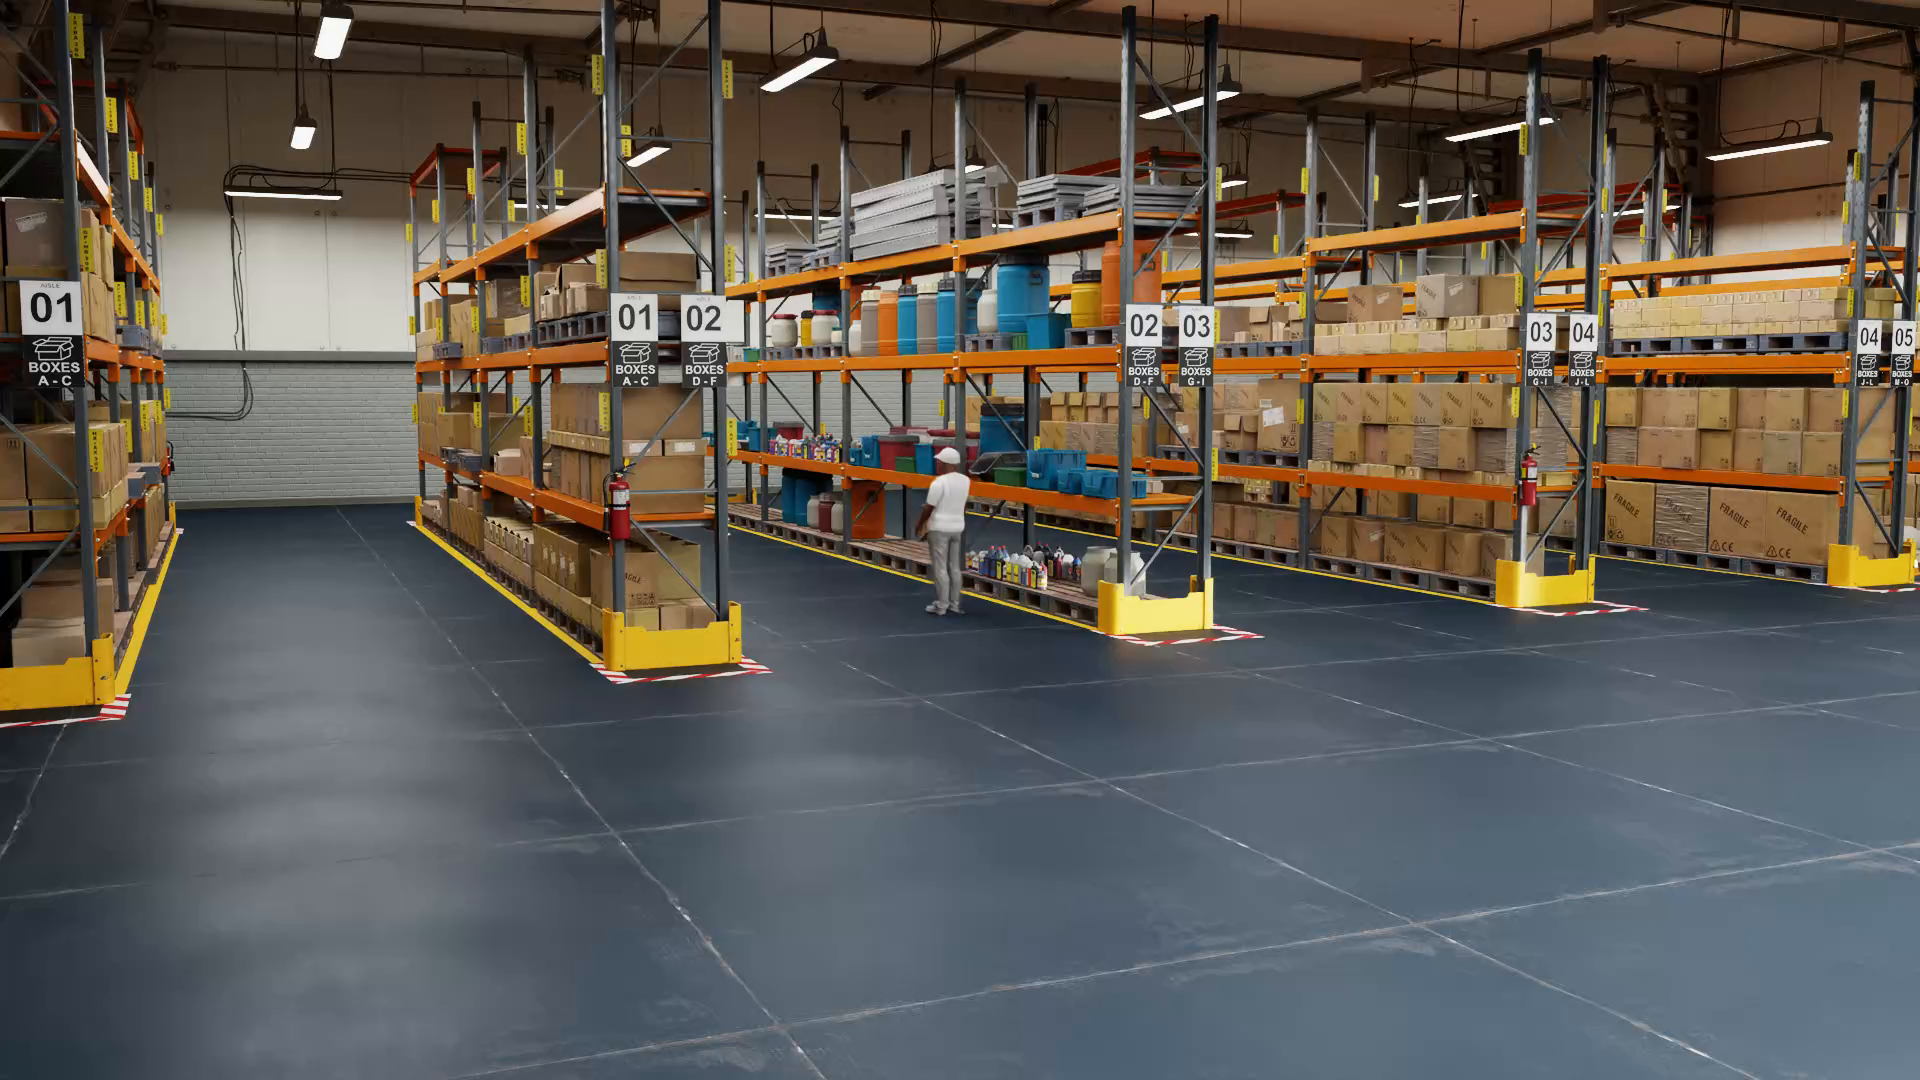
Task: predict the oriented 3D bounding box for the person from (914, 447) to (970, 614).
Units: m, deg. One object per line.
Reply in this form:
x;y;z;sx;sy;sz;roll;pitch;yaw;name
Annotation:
-0.190;-0.105;17.713;0.528;1.773;0.589;5;7;42;person
